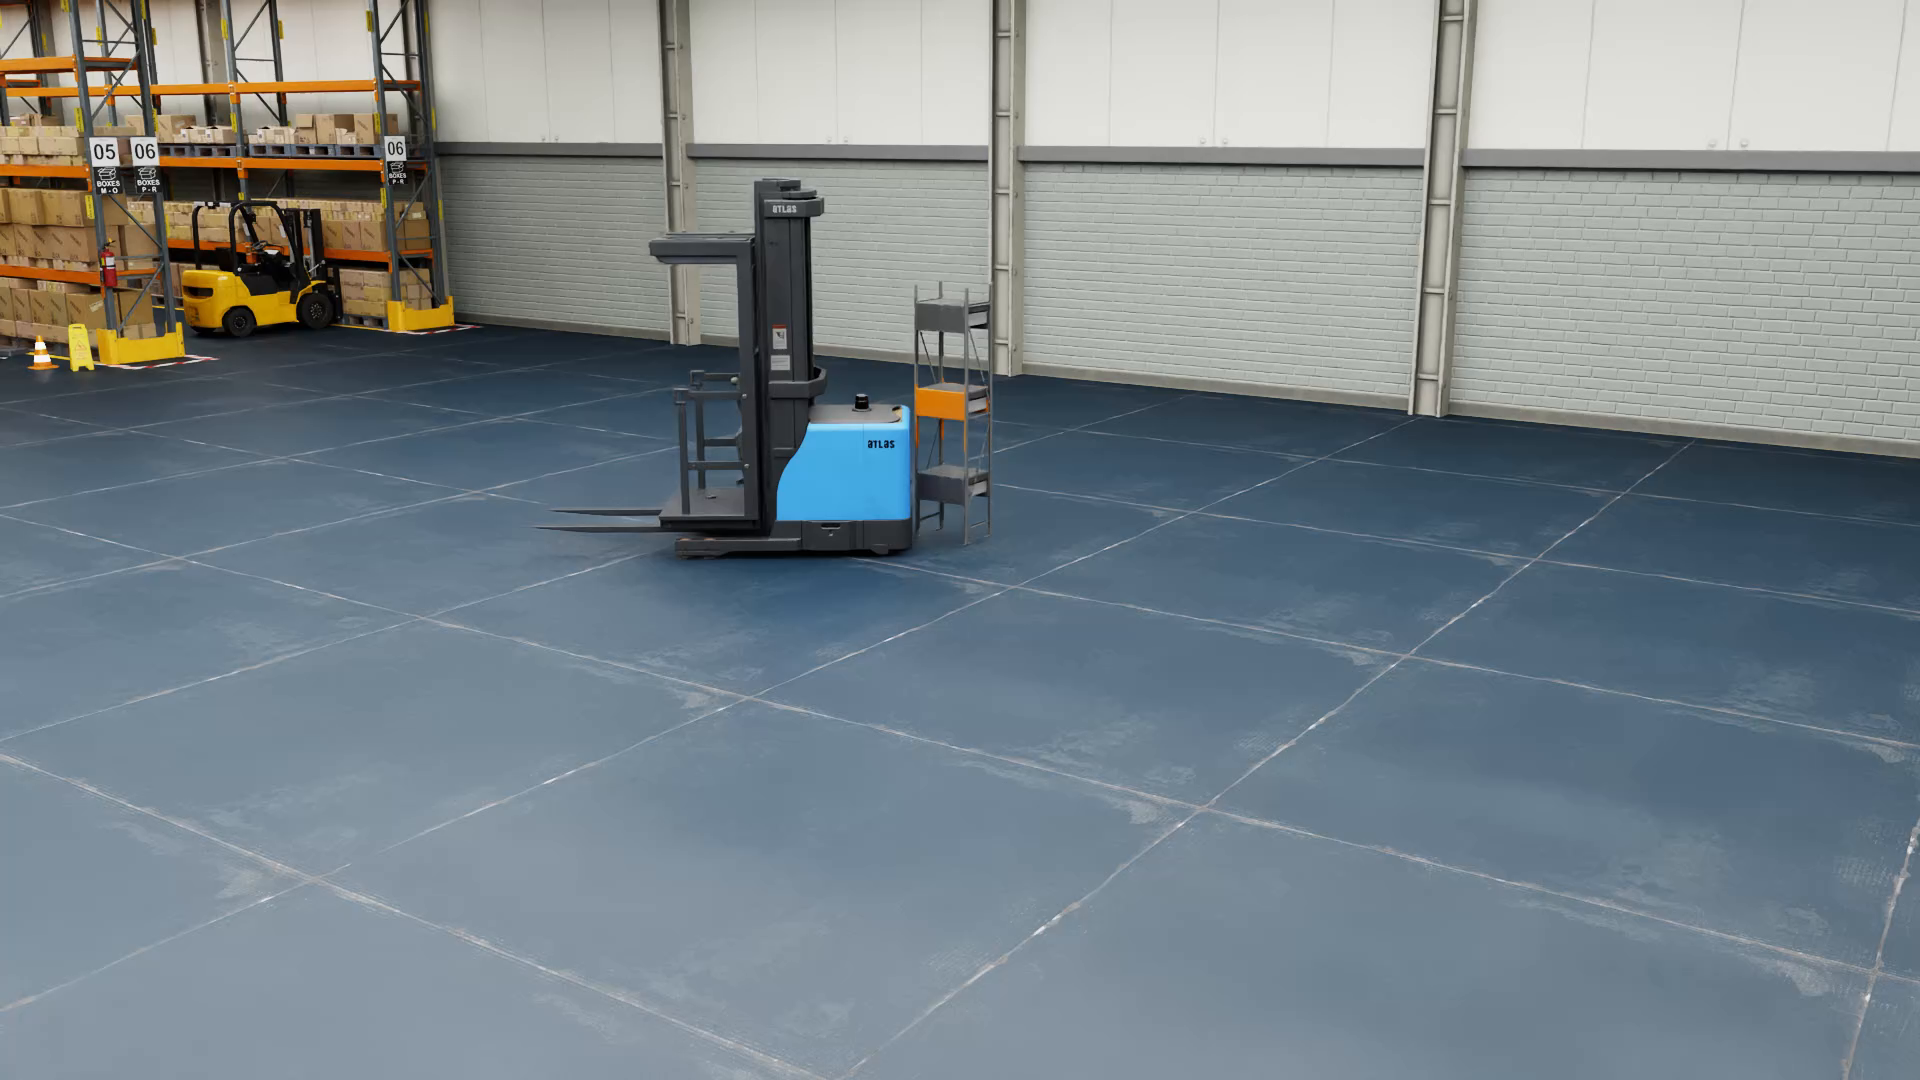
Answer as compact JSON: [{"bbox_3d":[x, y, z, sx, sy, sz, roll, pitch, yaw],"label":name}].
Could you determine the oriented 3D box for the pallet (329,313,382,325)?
[{"bbox_3d":[-10.919,-4.010,29.584,1.213,0.211,1.003,9,17,33],"label":"pallet"}]

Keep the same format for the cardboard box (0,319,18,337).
[{"bbox_3d":[-14.551,-3.319,25.837,0.500,0.250,0.500,10,17,36],"label":"cardboard box"}]

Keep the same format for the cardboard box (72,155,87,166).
[{"bbox_3d":[-12.472,-5.442,23.845,0.250,0.149,0.380,9,17,33],"label":"cardboard box"}]

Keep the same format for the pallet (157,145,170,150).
[{"bbox_3d":[-15.278,-7.470,31.908,1.003,0.211,1.213,10,17,35],"label":"pallet"}]

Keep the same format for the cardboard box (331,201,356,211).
[{"bbox_3d":[-10.565,-5.737,28.581,0.250,0.149,0.380,10,17,34],"label":"cardboard box"}]

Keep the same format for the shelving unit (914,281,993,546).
[{"bbox_3d":[-0.053,-1.044,13.670,0.503,2.100,0.431,9,16,32],"label":"shelving unit"}]

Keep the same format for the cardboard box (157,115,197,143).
[{"bbox_3d":[-14.581,-7.654,30.966,0.500,0.500,0.500,10,17,34],"label":"cardboard box"}]

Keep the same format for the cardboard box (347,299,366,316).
[{"bbox_3d":[-10.226,-4.044,28.764,0.500,0.250,0.500,9,17,33],"label":"cardboard box"}]

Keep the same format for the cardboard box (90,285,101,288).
[{"bbox_3d":[-13.403,-3.653,25.627,0.500,0.500,0.500,10,17,34],"label":"cardboard box"}]

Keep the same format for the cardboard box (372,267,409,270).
[{"bbox_3d":[-9.963,-4.629,29.047,0.500,0.250,0.500,9,17,33],"label":"cardboard box"}]

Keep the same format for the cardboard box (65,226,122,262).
[{"bbox_3d":[-12.624,-4.326,24.231,0.500,0.500,0.500,9,16,32],"label":"cardboard box"}]

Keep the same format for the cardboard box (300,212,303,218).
[{"bbox_3d":[-11.408,-5.733,29.183,0.250,0.149,0.380,9,16,31],"label":"cardboard box"}]

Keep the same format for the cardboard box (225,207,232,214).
[{"bbox_3d":[-13.204,-6.038,30.415,0.250,0.149,0.380,9,16,32],"label":"cardboard box"}]

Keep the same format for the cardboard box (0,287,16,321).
[{"bbox_3d":[-14.549,-3.683,25.746,0.500,0.500,0.500,10,17,35],"label":"cardboard box"}]

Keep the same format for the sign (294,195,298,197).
[{"bbox_3d":[-12.264,-6.212,30.708,0.005,0.325,0.100,9,17,33],"label":"sign"}]

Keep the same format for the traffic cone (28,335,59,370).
[{"bbox_3d":[-13.097,-2.685,23.706,0.334,0.463,0.336,9,17,33],"label":"traffic cone"}]

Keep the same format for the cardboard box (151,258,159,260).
[{"bbox_3d":[-16.150,-5.616,33.246,0.250,0.149,0.380,10,17,36],"label":"cardboard box"}]

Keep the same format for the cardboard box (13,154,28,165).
[{"bbox_3d":[-13.772,-5.639,24.641,0.250,0.149,0.380,9,16,32],"label":"cardboard box"}]

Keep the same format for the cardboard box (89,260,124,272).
[{"bbox_3d":[-12.450,-4.001,24.267,0.250,0.149,0.380,10,17,35],"label":"cardboard box"}]

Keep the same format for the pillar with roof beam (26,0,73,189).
[{"bbox_3d":[-21.688,-9.042,31.623,0.400,9.000,9.100,9,17,33],"label":"pillar with roof beam"}]

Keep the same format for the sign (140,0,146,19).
[{"bbox_3d":[-11.717,-7.628,23.801,0.005,0.325,0.100,9,17,33],"label":"sign"}]

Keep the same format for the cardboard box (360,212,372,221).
[{"bbox_3d":[-9.926,-5.488,28.194,0.250,0.149,0.380,9,17,34],"label":"cardboard box"}]

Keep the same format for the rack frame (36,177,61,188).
[{"bbox_3d":[-19.210,-6.715,34.708,0.127,3.000,1.000,9,17,33],"label":"rack frame"}]

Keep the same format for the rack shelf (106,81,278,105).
[{"bbox_3d":[-14.232,-8.279,30.871,4.000,0.370,1.077,9,17,33],"label":"rack shelf"}]

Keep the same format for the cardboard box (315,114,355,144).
[{"bbox_3d":[-10.550,-7.031,28.451,0.500,0.500,0.700,9,17,33],"label":"cardboard box"}]

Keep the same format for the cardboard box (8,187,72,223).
[{"bbox_3d":[-13.799,-5.031,24.996,0.500,0.500,0.700,9,17,32],"label":"cardboard box"}]

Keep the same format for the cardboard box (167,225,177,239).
[{"bbox_3d":[-14.813,-5.862,31.572,0.500,0.250,0.500,9,16,31],"label":"cardboard box"}]

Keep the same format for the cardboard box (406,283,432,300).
[{"bbox_3d":[-9.527,-4.322,28.849,0.500,0.250,0.500,10,17,34],"label":"cardboard box"}]

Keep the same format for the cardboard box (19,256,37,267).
[{"bbox_3d":[-13.976,-4.222,25.160,0.250,0.149,0.380,9,17,33],"label":"cardboard box"}]

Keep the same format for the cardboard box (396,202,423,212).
[{"bbox_3d":[-9.412,-5.701,28.435,0.250,0.149,0.380,9,16,32],"label":"cardboard box"}]

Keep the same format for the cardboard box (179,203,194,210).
[{"bbox_3d":[-14.444,-6.254,31.287,0.250,0.149,0.380,9,17,33],"label":"cardboard box"}]

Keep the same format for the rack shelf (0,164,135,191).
[{"bbox_3d":[-13.680,-5.491,25.016,4.000,0.370,1.077,9,17,33],"label":"rack shelf"}]

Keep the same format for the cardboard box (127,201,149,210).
[{"bbox_3d":[-15.791,-6.441,32.041,0.250,0.149,0.380,10,17,34],"label":"cardboard box"}]

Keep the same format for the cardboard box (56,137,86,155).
[{"bbox_3d":[-12.595,-5.658,23.889,0.500,0.250,0.500,9,16,32],"label":"cardboard box"}]

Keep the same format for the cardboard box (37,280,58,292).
[{"bbox_3d":[-13.597,-3.825,24.970,0.250,0.149,0.380,10,17,35],"label":"cardboard box"}]

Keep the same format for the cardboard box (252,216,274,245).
[{"bbox_3d":[-12.349,-5.579,29.911,0.500,0.500,0.500,9,16,31],"label":"cardboard box"}]

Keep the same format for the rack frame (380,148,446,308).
[{"bbox_3d":[-9.253,-5.106,28.207,0.127,3.000,1.000,9,17,33],"label":"rack frame"}]

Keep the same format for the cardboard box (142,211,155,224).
[{"bbox_3d":[-15.244,-6.173,31.789,0.500,0.250,0.500,10,17,35],"label":"cardboard box"}]

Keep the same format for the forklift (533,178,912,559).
[{"bbox_3d":[-1.911,-1.397,13.368,3.031,2.935,1.130,0,14,-1],"label":"forklift"}]

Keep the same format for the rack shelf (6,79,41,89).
[{"bbox_3d":[-20.870,-9.545,35.157,4.000,0.370,1.077,9,17,33],"label":"rack shelf"}]

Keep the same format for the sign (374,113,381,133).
[{"bbox_3d":[-9.567,-6.847,27.320,0.005,0.325,0.100,9,17,33],"label":"sign"}]

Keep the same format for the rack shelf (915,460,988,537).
[{"bbox_3d":[-0.053,-0.351,13.841,0.480,0.518,0.431,9,16,32],"label":"rack shelf"}]

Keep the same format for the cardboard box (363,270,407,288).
[{"bbox_3d":[-9.809,-4.460,28.365,0.500,0.250,0.500,10,17,35],"label":"cardboard box"}]

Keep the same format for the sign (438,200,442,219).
[{"bbox_3d":[-8.938,-5.674,28.537,0.005,0.325,0.100,9,17,33],"label":"sign"}]

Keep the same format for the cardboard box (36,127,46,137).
[{"bbox_3d":[-13.261,-5.975,24.338,0.250,0.149,0.380,9,17,33],"label":"cardboard box"}]

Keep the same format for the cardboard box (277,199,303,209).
[{"bbox_3d":[-11.833,-5.944,29.414,0.250,0.149,0.380,10,17,34],"label":"cardboard box"}]

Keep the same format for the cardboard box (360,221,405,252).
[{"bbox_3d":[-9.808,-5.168,28.250,0.500,0.500,0.500,9,16,32],"label":"cardboard box"}]
